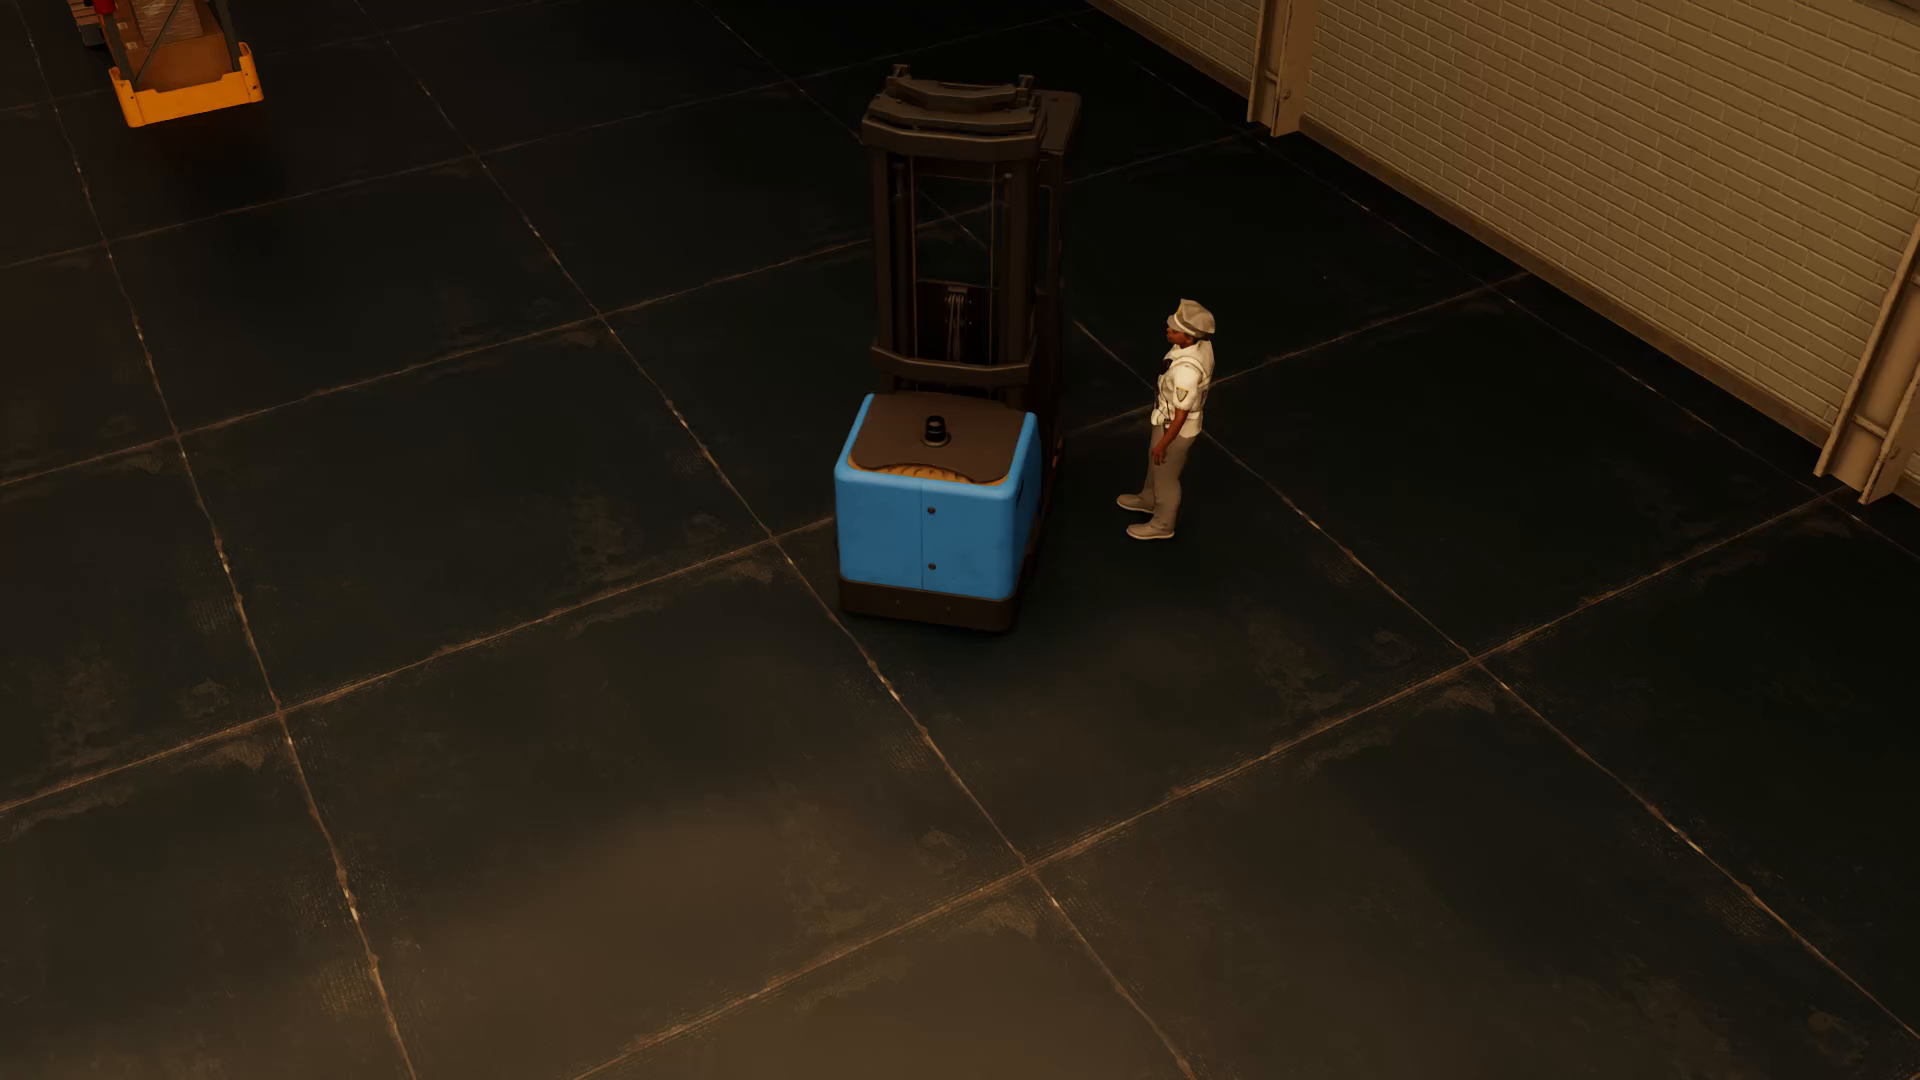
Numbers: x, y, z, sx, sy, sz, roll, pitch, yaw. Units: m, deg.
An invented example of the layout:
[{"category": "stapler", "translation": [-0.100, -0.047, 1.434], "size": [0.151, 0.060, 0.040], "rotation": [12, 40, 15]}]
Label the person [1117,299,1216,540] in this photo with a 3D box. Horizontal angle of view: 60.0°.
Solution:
[{"category": "person", "translation": [1.201, -0.709, 9.847], "size": [0.528, 1.695, 0.570], "rotation": [9, 41, 11]}]

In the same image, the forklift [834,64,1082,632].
[{"category": "forklift", "translation": [0.082, -1.543, 9.897], "size": [1.130, 2.935, 3.031], "rotation": [7, 40, 9]}]
